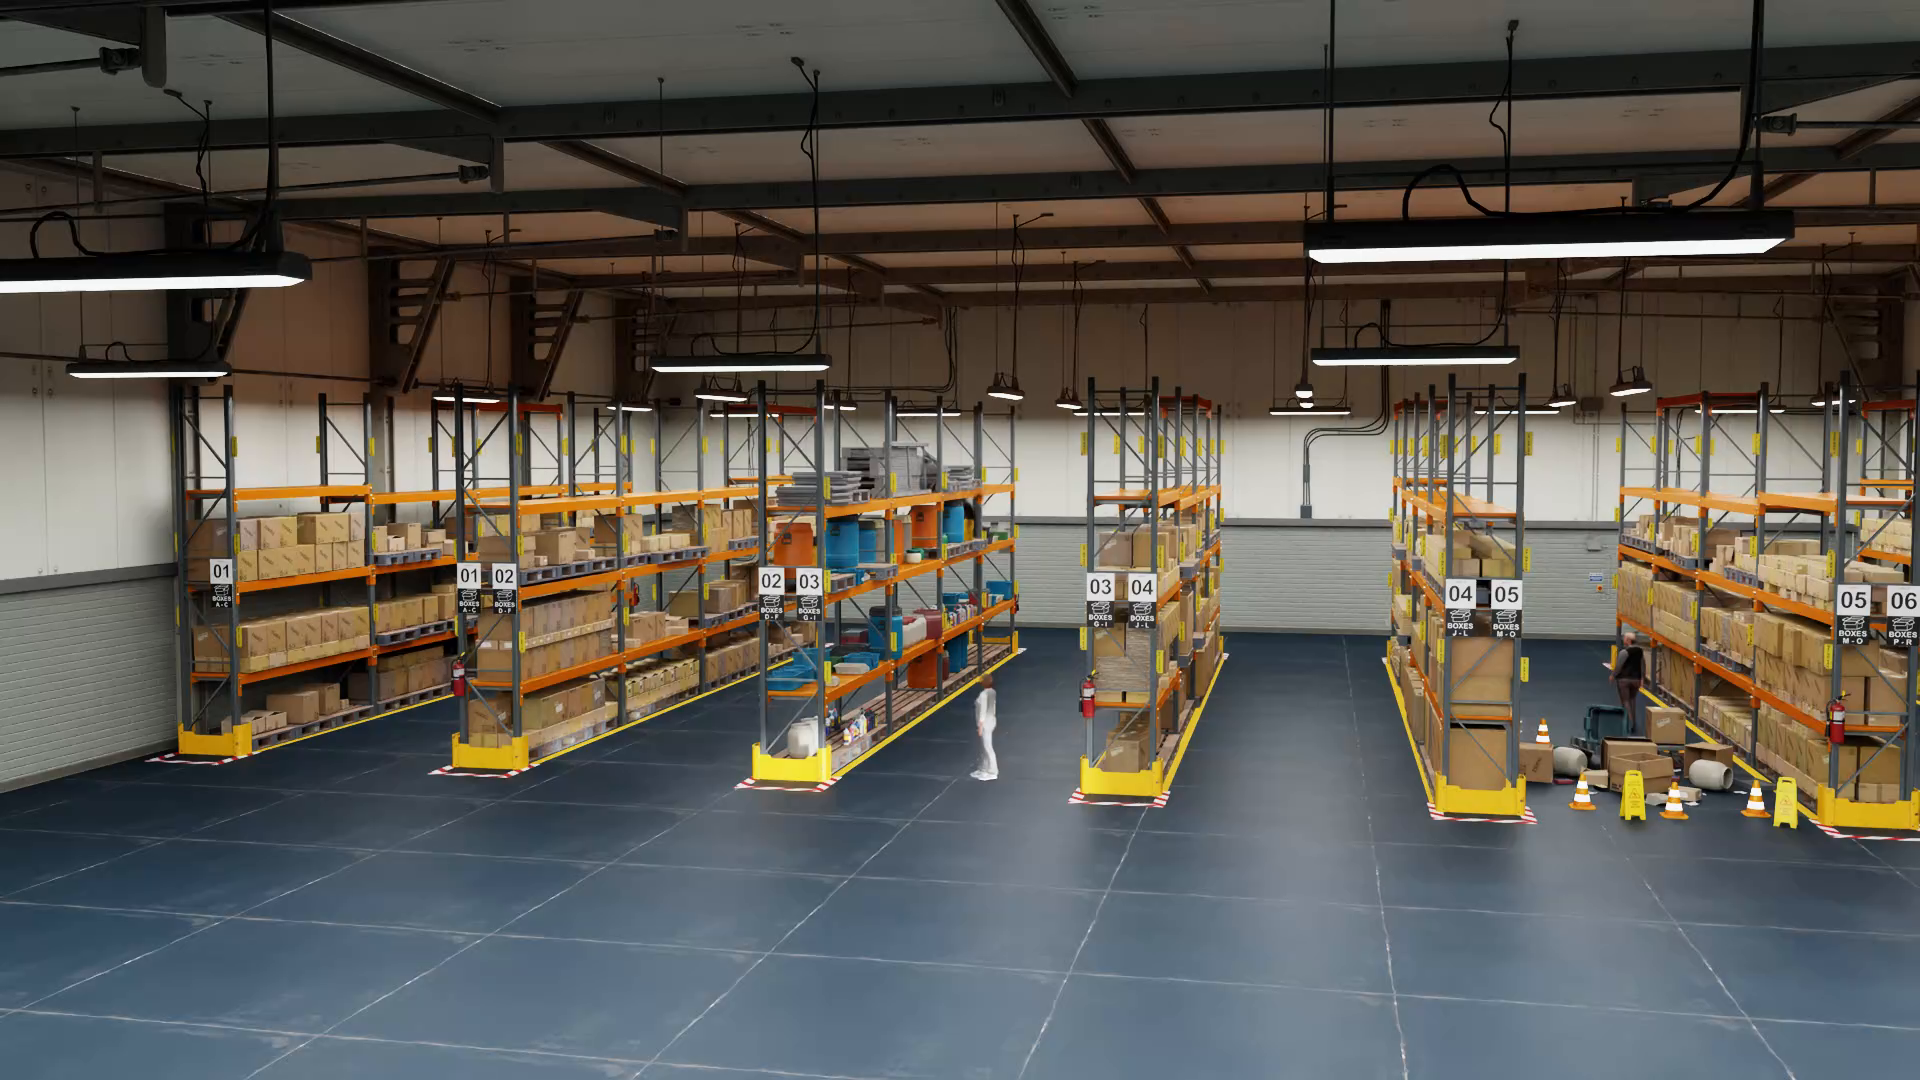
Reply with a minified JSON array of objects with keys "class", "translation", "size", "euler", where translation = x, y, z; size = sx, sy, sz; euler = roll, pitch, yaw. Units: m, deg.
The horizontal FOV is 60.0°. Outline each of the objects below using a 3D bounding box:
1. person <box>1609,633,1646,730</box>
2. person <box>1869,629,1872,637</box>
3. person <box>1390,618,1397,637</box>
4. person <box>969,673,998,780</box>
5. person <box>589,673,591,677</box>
[{"class":"person","translation":[11.783,2.499,29.313],"size":[0.597,1.747,0.689],"euler":[0,3,1]},{"class":"person","translation":[16.725,2.434,30.878],"size":[0.555,1.722,0.650],"euler":[0,3,-3]},{"class":"person","translation":[10.521,1.860,39.816],"size":[0.480,1.781,0.574],"euler":[-1,3,-10]},{"class":"person","translation":[0.344,2.804,25.007],"size":[0.479,1.614,0.472],"euler":[1,3,10]},{"class":"person","translation":[-8.379,2.195,36.186],"size":[0.530,1.663,0.670],"euler":[2,4,35]}]
